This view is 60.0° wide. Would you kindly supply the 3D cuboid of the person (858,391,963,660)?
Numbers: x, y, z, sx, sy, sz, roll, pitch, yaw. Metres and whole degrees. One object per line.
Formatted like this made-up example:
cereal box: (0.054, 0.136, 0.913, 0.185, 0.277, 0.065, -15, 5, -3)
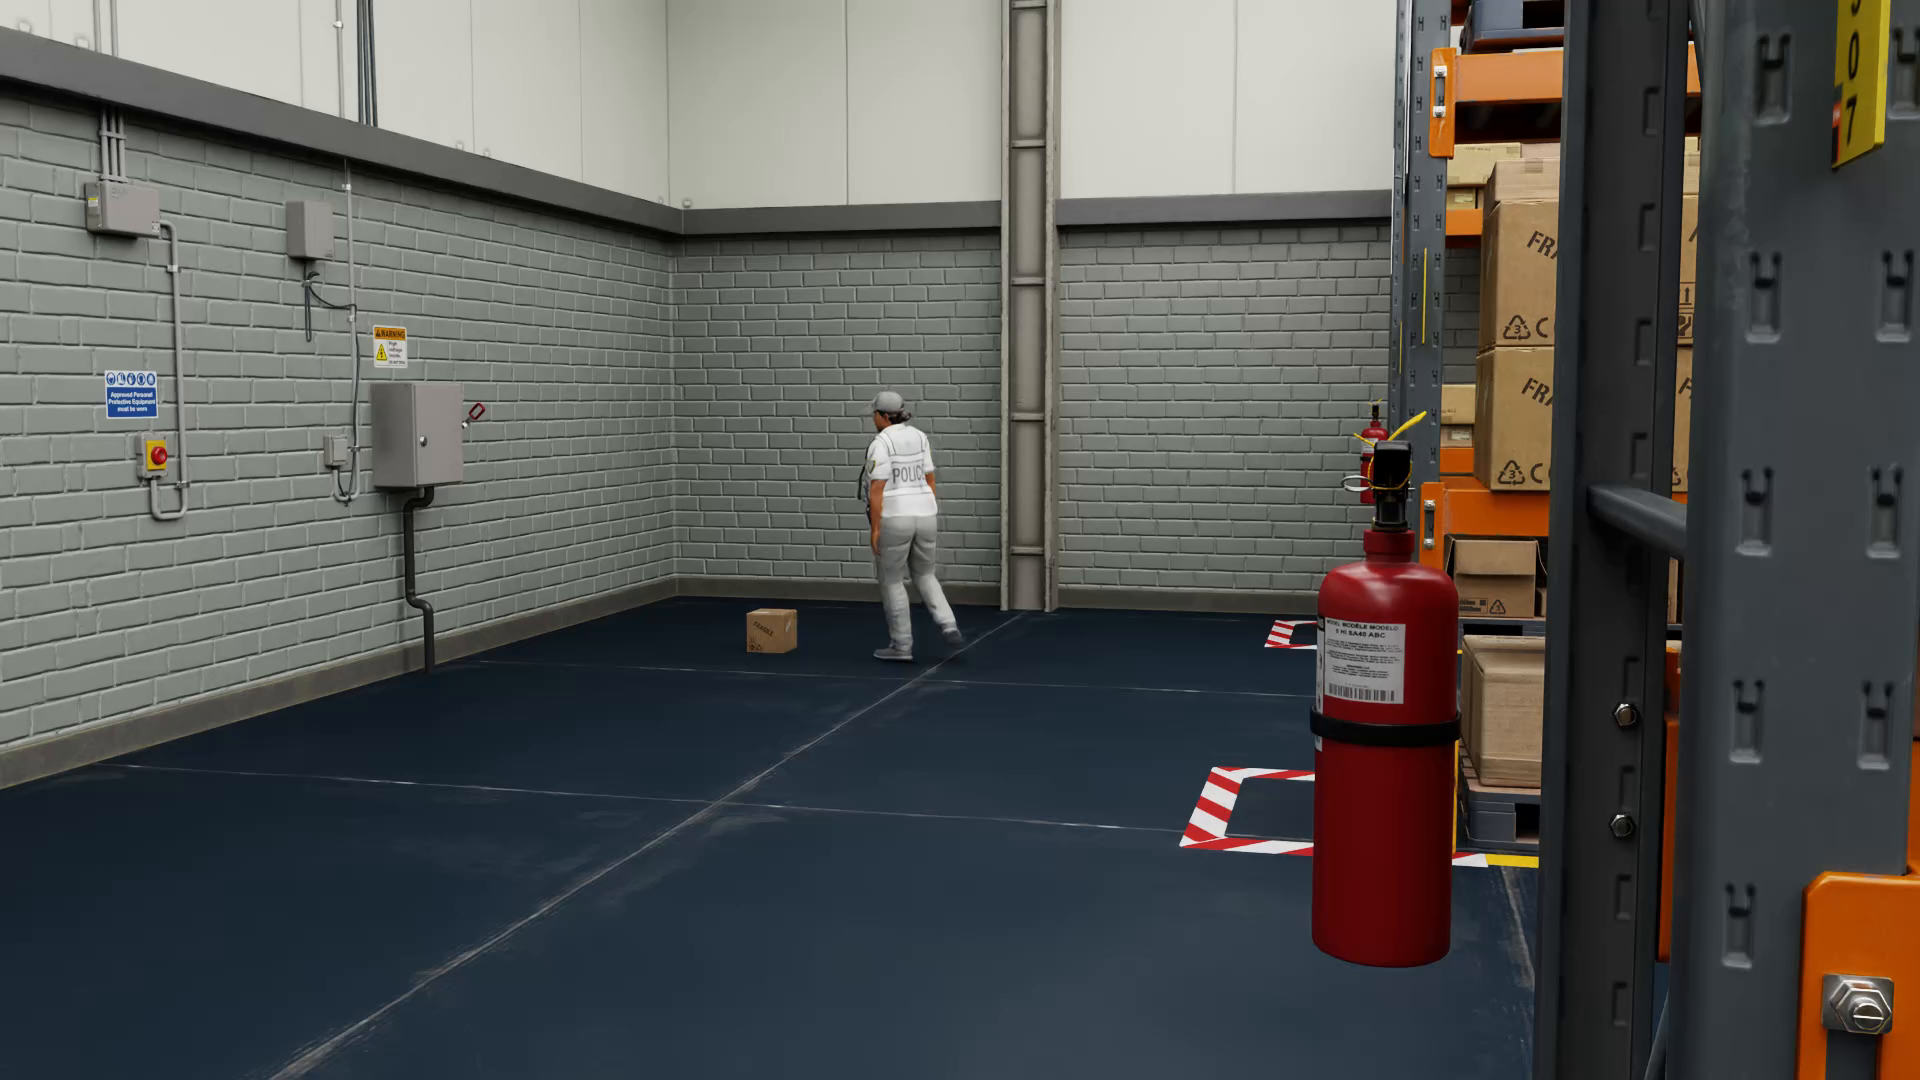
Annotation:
person: (-0.298, -0.083, 10.198, 0.553, 1.661, 0.594, -4, 7, -41)
